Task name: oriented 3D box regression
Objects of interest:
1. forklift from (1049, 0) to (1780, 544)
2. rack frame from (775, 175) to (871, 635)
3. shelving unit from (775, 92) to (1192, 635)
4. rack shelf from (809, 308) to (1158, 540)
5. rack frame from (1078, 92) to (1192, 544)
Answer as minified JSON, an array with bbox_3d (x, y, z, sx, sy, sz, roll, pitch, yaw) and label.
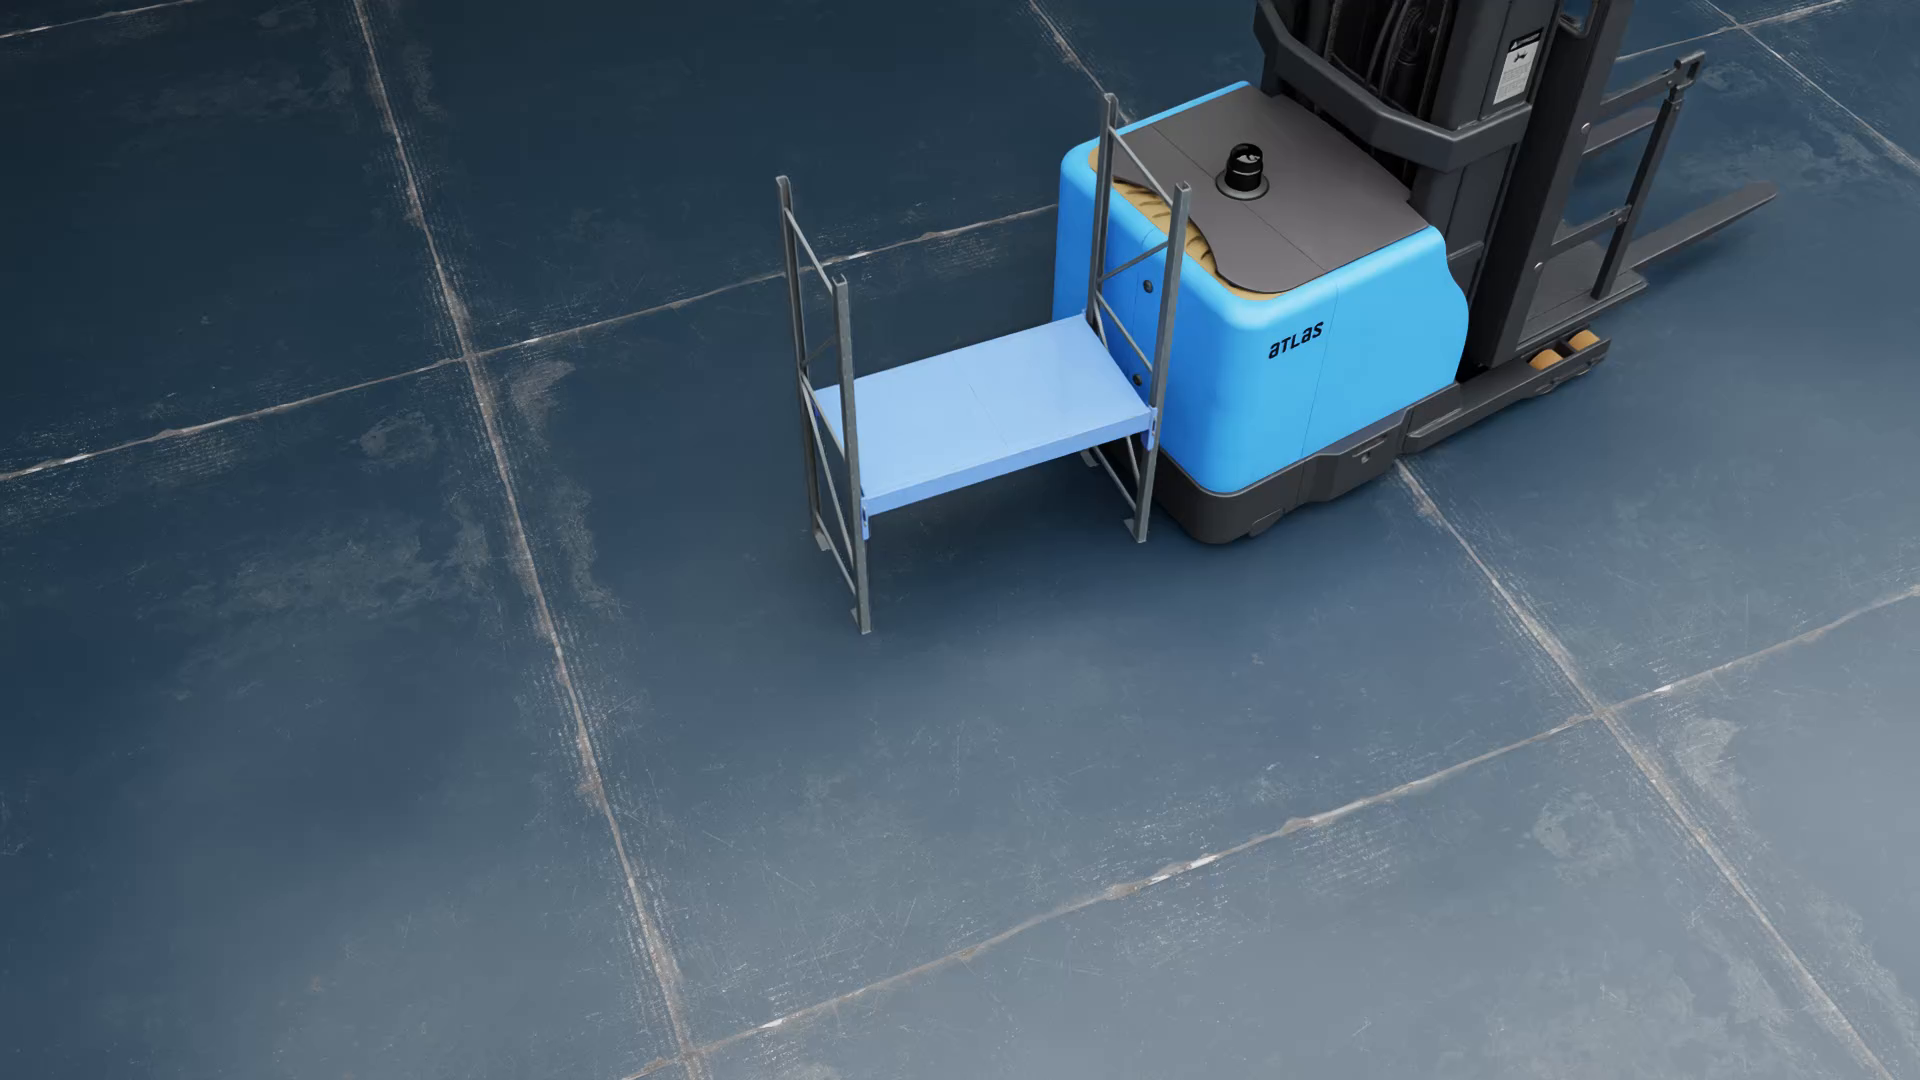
[{"bbox_3d":[1.834,-1.815,5.377,3.031,2.935,1.130,-26,54,-20],"label":"forklift"},{"bbox_3d":[-0.405,-0.354,5.065,0.032,1.500,0.500,-18,52,-15],"label":"rack frame"},{"bbox_3d":[0.063,-0.504,5.194,1.048,1.500,0.538,-18,52,-15],"label":"shelving unit"},{"bbox_3d":[0.063,-0.386,5.330,1.000,0.185,0.538,-18,52,-15],"label":"rack shelf"},{"bbox_3d":[0.532,-0.654,5.323,0.032,1.500,0.500,-18,52,-15],"label":"rack frame"}]
